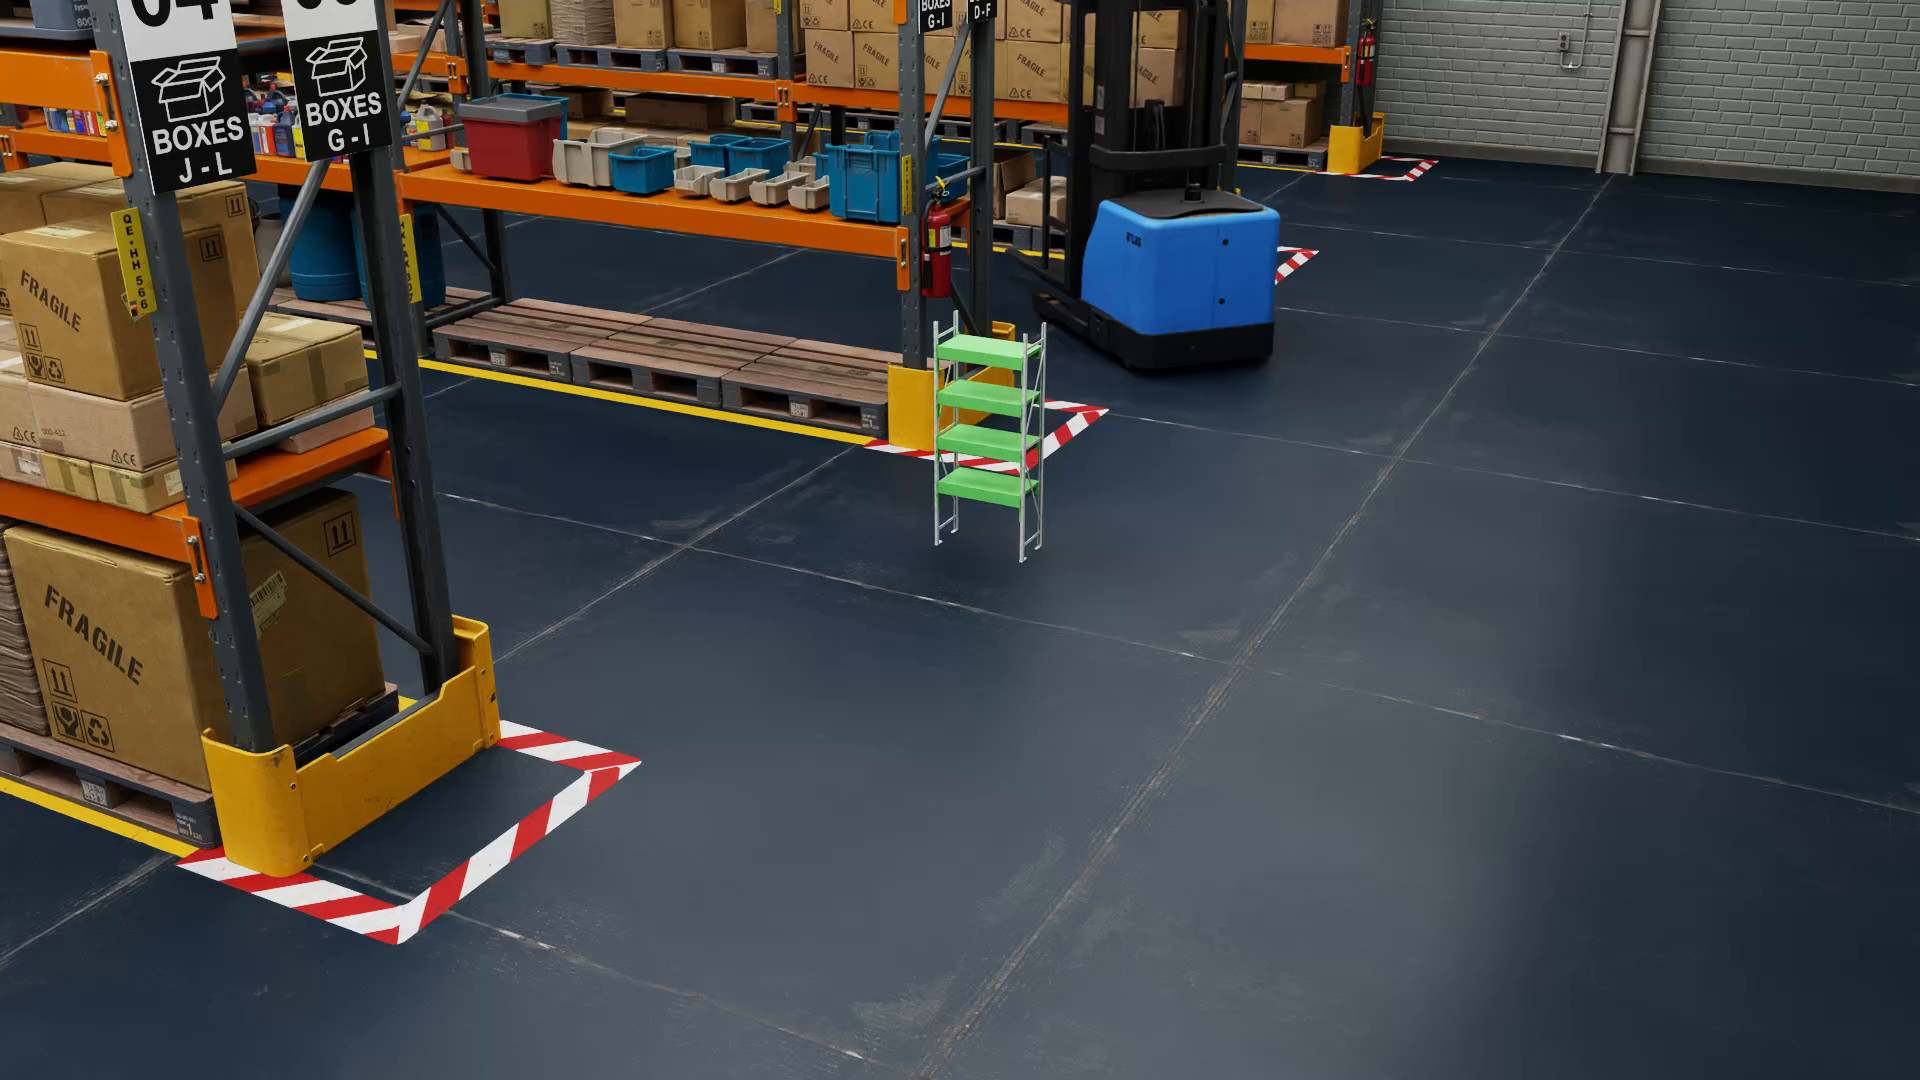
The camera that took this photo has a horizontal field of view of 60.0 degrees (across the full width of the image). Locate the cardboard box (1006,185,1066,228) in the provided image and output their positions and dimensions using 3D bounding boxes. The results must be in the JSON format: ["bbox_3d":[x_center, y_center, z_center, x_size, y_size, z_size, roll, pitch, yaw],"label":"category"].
[{"bbox_3d":[0.740,-2.991,14.902,0.500,0.250,0.500,11,25,25],"label":"cardboard box"}]

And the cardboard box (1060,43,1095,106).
[{"bbox_3d":[1.184,-3.986,14.163,0.500,0.500,0.500,11,26,25],"label":"cardboard box"}]

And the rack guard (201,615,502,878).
[{"bbox_3d":[-2.281,0.748,6.353,0.348,0.500,1.175,11,25,25],"label":"rack guard"}]

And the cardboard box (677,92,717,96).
[{"bbox_3d":[-3.403,-6.170,22.058,0.500,0.500,0.700,12,26,25],"label":"cardboard box"}]

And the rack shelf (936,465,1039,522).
[{"bbox_3d":[0.148,-0.243,8.565,0.480,0.148,0.258,11,25,25],"label":"rack shelf"}]

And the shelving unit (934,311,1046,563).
[{"bbox_3d":[0.148,-0.523,8.446,0.503,1.200,0.258,11,25,25],"label":"shelving unit"}]

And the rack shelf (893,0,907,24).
[{"bbox_3d":[-1.852,-3.539,10.325,4.000,0.370,1.077,11,25,25],"label":"rack shelf"}]

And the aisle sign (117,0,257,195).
[{"bbox_3d":[-2.373,-1.486,5.089,0.004,0.787,0.394,11,25,25],"label":"aisle sign"}]

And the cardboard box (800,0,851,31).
[{"bbox_3d":[-1.105,-4.897,15.026,0.500,0.500,0.500,12,26,26],"label":"cardboard box"}]

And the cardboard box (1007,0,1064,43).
[{"bbox_3d":[0.734,-4.533,14.172,0.500,0.500,0.500,12,26,26],"label":"cardboard box"}]

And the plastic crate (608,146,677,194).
[{"bbox_3d":[-2.016,-2.360,10.604,0.300,0.233,0.416,11,25,25],"label":"plastic crate"}]

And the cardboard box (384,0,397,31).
[{"bbox_3d":[-6.473,-5.615,17.993,0.500,0.500,0.500,10,25,22],"label":"cardboard box"}]

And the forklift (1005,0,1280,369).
[{"bbox_3d":[1.206,-3.055,12.188,1.130,2.935,3.031,-8,24,-18],"label":"forklift"}]

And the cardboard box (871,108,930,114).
[{"bbox_3d":[-0.600,-5.732,20.606,0.750,0.750,0.750,12,26,26],"label":"cardboard box"}]

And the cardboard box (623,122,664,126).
[{"bbox_3d":[-3.095,-4.066,17.109,0.500,0.500,0.500,10,25,23],"label":"cardboard box"}]

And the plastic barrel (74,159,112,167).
[{"bbox_3d":[-6.762,-2.663,13.416,0.708,0.830,0.600,11,25,25],"label":"plastic barrel"}]

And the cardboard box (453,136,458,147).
[{"bbox_3d":[-5.548,-4.214,17.803,0.500,0.250,0.500,12,26,26],"label":"cardboard box"}]

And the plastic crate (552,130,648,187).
[{"bbox_3d":[-2.357,-2.482,10.828,0.530,0.282,0.437,11,25,25],"label":"plastic crate"}]

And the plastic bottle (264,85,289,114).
[{"bbox_3d":[-5.226,-3.303,12.748,0.185,0.351,0.144,11,25,25],"label":"plastic bottle"}]

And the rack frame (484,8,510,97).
[{"bbox_3d":[-6.306,-7.716,23.060,0.127,3.000,1.000,11,25,25],"label":"rack frame"}]

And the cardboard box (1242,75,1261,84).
[{"bbox_3d":[3.259,-5.208,18.992,0.250,0.149,0.380,11,26,25],"label":"cardboard box"}]

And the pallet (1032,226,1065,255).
[{"bbox_3d":[1.391,-2.736,14.915,1.213,0.211,1.003,11,25,25],"label":"pallet"}]

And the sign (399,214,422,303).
[{"bbox_3d":[-2.046,-1.034,6.142,0.005,0.325,0.100,11,25,25],"label":"sign"}]

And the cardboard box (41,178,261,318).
[{"bbox_3d":[-3.055,-1.087,6.327,0.500,0.500,0.500,11,25,23],"label":"cardboard box"}]

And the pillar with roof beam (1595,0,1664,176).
[{"bbox_3d":[5.260,-6.679,12.957,0.400,9.000,9.100,11,25,25],"label":"pillar with roof beam"}]

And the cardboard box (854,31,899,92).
[{"bbox_3d":[-0.608,-4.344,15.003,0.500,0.500,0.500,12,26,25],"label":"cardboard box"}]

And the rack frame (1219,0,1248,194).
[{"bbox_3d":[2.171,-3.866,14.008,0.127,3.000,1.000,11,25,25],"label":"rack frame"}]

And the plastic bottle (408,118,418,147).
[{"bbox_3d":[-4.002,-3.003,12.232,0.097,0.201,0.097,0,23,0],"label":"plastic bottle"}]

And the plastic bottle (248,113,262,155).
[{"bbox_3d":[-5.031,-2.920,11.941,0.135,0.276,0.152,11,25,25],"label":"plastic bottle"}]

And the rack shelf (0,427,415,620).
[{"bbox_3d":[-4.087,-0.429,6.845,4.000,0.370,1.077,11,25,25],"label":"rack shelf"}]

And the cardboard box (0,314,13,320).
[{"bbox_3d":[-3.522,-0.833,6.688,0.500,0.250,0.500,10,25,23],"label":"cardboard box"}]

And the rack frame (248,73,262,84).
[{"bbox_3d":[-8.538,-5.985,18.990,0.127,3.000,1.000,11,25,25],"label":"rack frame"}]

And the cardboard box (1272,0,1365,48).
[{"bbox_3d":[3.943,-5.821,18.222,0.700,0.700,0.980,12,26,27],"label":"cardboard box"}]

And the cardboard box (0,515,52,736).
[{"bbox_3d":[-3.721,0.132,6.785,0.875,0.875,0.875,11,25,25],"label":"cardboard box"}]

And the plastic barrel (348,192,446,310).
[{"bbox_3d":[-4.115,-2.173,12.170,0.708,0.901,0.600,11,25,25],"label":"plastic barrel"}]

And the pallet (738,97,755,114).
[{"bbox_3d":[-3.433,-5.865,22.270,1.213,0.211,1.003,11,25,25],"label":"pallet"}]

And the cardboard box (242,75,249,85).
[{"bbox_3d":[-8.811,-5.449,19.749,0.500,0.500,0.500,11,25,25],"label":"cardboard box"}]

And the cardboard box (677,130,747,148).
[{"bbox_3d":[-2.406,-3.702,16.253,0.500,0.500,0.500,11,26,25],"label":"cardboard box"}]

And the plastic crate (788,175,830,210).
[{"bbox_3d":[-0.877,-2.124,10.171,0.243,0.136,0.396,11,25,25],"label":"plastic crate"}]

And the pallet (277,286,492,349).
[{"bbox_3d":[-4.307,-1.710,12.502,1.213,0.211,1.003,11,25,25],"label":"pallet"}]

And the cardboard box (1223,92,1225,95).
[{"bbox_3d":[2.837,-4.905,19.109,0.500,0.500,0.700,10,25,23],"label":"cardboard box"}]

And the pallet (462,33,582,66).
[{"bbox_3d":[-4.332,-5.095,17.143,1.003,0.211,1.213,11,25,25],"label":"pallet"}]

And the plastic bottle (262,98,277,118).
[{"bbox_3d":[-5.241,-3.217,12.646,0.097,0.271,0.097,0,23,0],"label":"plastic bottle"}]

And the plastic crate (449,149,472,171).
[{"bbox_3d":[-3.286,-2.617,11.331,0.243,0.136,0.396,11,25,25],"label":"plastic crate"}]

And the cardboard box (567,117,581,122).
[{"bbox_3d":[-4.221,-4.060,17.096,0.500,0.500,0.500,10,25,23],"label":"cardboard box"}]

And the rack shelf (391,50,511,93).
[{"bbox_3d":[-6.753,-5.301,18.300,4.000,0.370,1.077,11,25,25],"label":"rack shelf"}]

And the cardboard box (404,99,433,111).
[{"bbox_3d":[-6.014,-4.560,17.901,0.500,0.311,0.500,11,25,24],"label":"cardboard box"}]

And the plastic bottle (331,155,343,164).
[{"bbox_3d":[-4.362,-2.771,11.582,0.133,0.283,0.061,11,25,25],"label":"plastic bottle"}]

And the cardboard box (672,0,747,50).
[{"bbox_3d":[-2.363,-5.073,16.180,0.500,0.500,0.700,16,28,33],"label":"cardboard box"}]

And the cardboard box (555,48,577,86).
[{"bbox_3d":[-5.158,-6.570,22.998,0.500,0.500,0.700,11,25,24],"label":"cardboard box"}]

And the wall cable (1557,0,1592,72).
[{"bbox_3d":[5.972,-6.168,18.124,1.851,1.984,0.084,11,25,25],"label":"wall cable"}]

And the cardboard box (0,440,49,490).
[{"bbox_3d":[-3.226,-0.329,6.012,0.250,0.149,0.380,11,26,25],"label":"cardboard box"}]

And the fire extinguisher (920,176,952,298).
[{"bbox_3d":[-0.138,-1.744,9.593,0.183,0.674,0.296,11,25,25],"label":"fire extinguisher"}]

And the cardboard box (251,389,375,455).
[{"bbox_3d":[-2.470,-0.469,6.341,0.250,0.149,0.380,12,26,25],"label":"cardboard box"}]

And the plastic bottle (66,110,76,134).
[{"bbox_3d":[-6.788,-3.221,12.746,0.097,0.201,0.097,0,23,0],"label":"plastic bottle"}]

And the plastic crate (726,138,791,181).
[{"bbox_3d":[-1.314,-2.478,10.882,0.300,0.233,0.416,11,25,25],"label":"plastic crate"}]

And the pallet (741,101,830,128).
[{"bbox_3d":[-2.067,-5.561,21.555,1.213,0.211,1.003,11,25,25],"label":"pallet"}]
